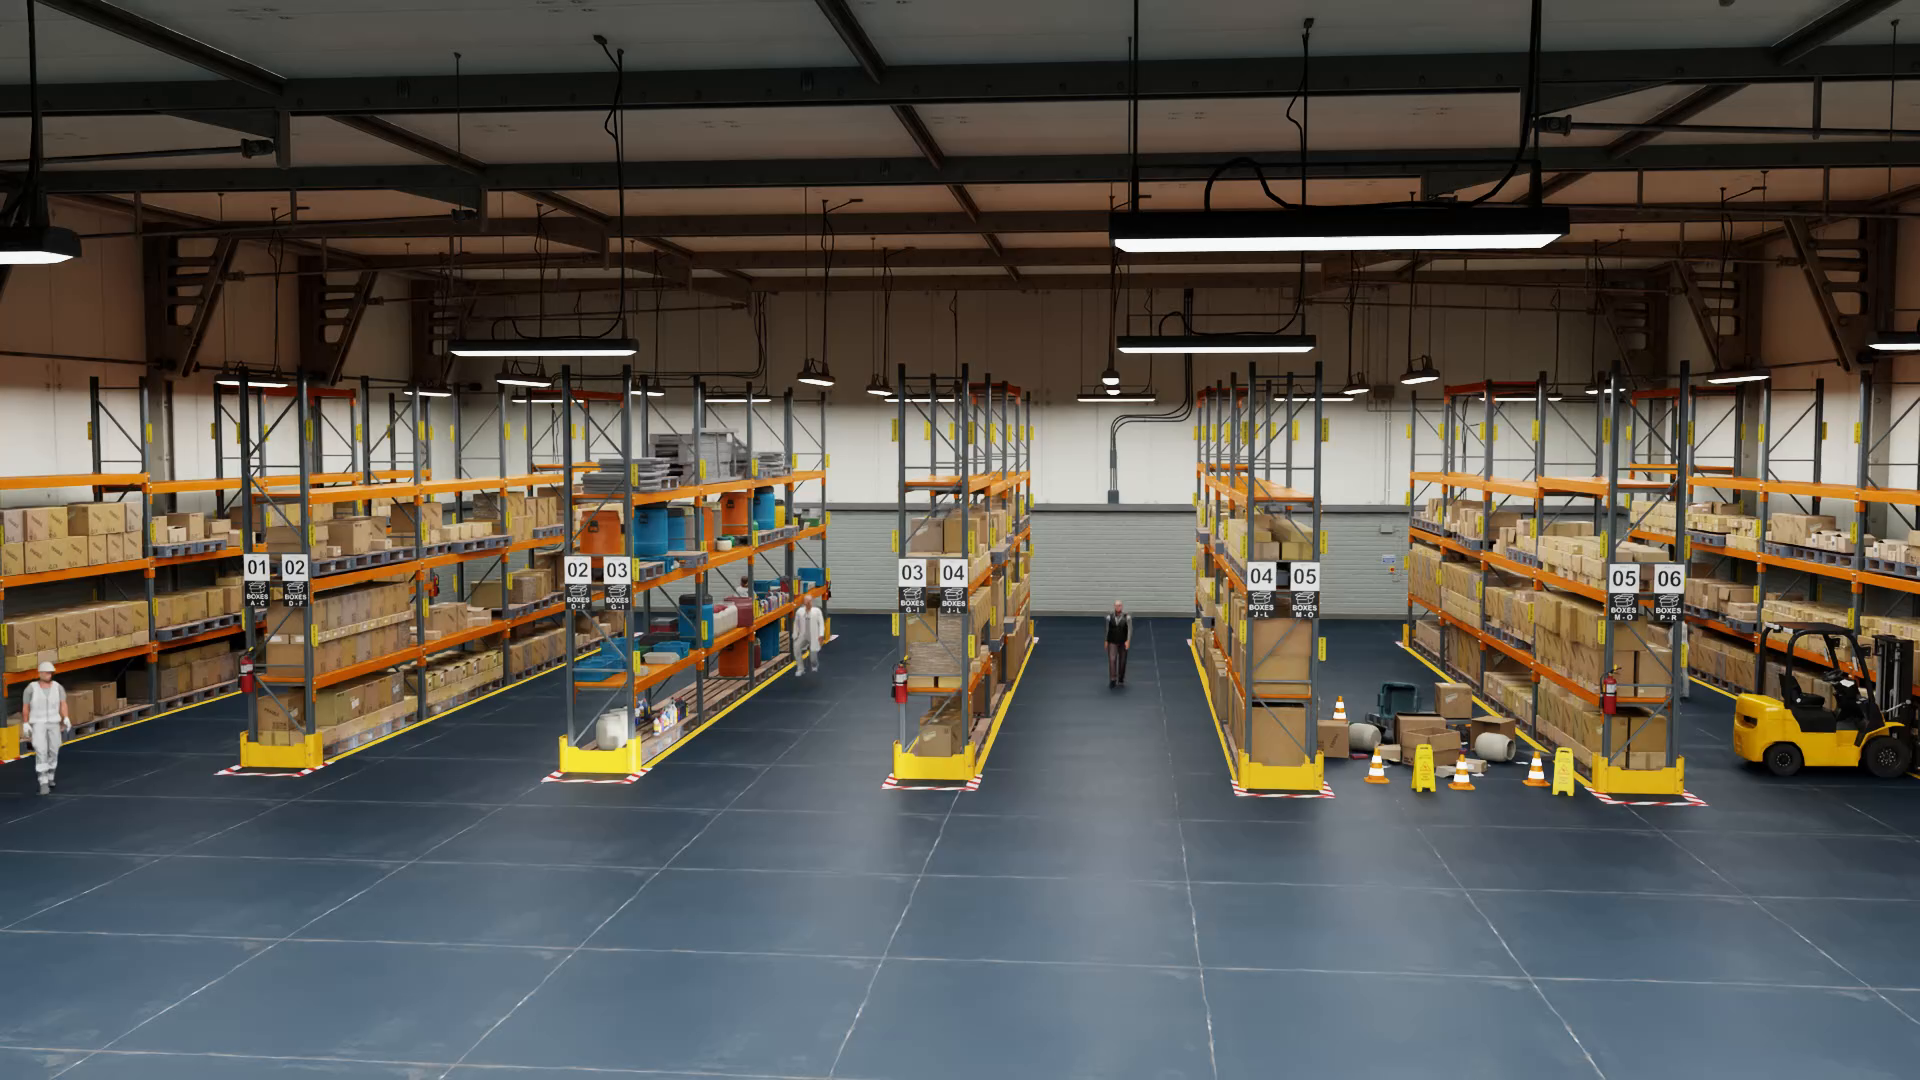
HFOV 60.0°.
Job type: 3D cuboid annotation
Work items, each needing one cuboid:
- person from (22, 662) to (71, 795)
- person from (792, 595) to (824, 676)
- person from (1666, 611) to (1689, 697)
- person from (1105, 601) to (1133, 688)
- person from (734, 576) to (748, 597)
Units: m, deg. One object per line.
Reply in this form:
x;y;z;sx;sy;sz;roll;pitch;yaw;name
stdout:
-12.791;2.620;23.347;0.753;1.791;0.558;4;5;45;person
-2.998;1.856;32.699;0.692;1.549;1.116;0;4;6;person
13.678;2.154;31.556;0.473;1.712;0.527;-1;4;-14;person
3.142;2.040;32.787;0.537;1.648;1.059;0;4;0;person
-5.102;1.667;38.876;0.571;1.671;0.454;0;4;1;person
